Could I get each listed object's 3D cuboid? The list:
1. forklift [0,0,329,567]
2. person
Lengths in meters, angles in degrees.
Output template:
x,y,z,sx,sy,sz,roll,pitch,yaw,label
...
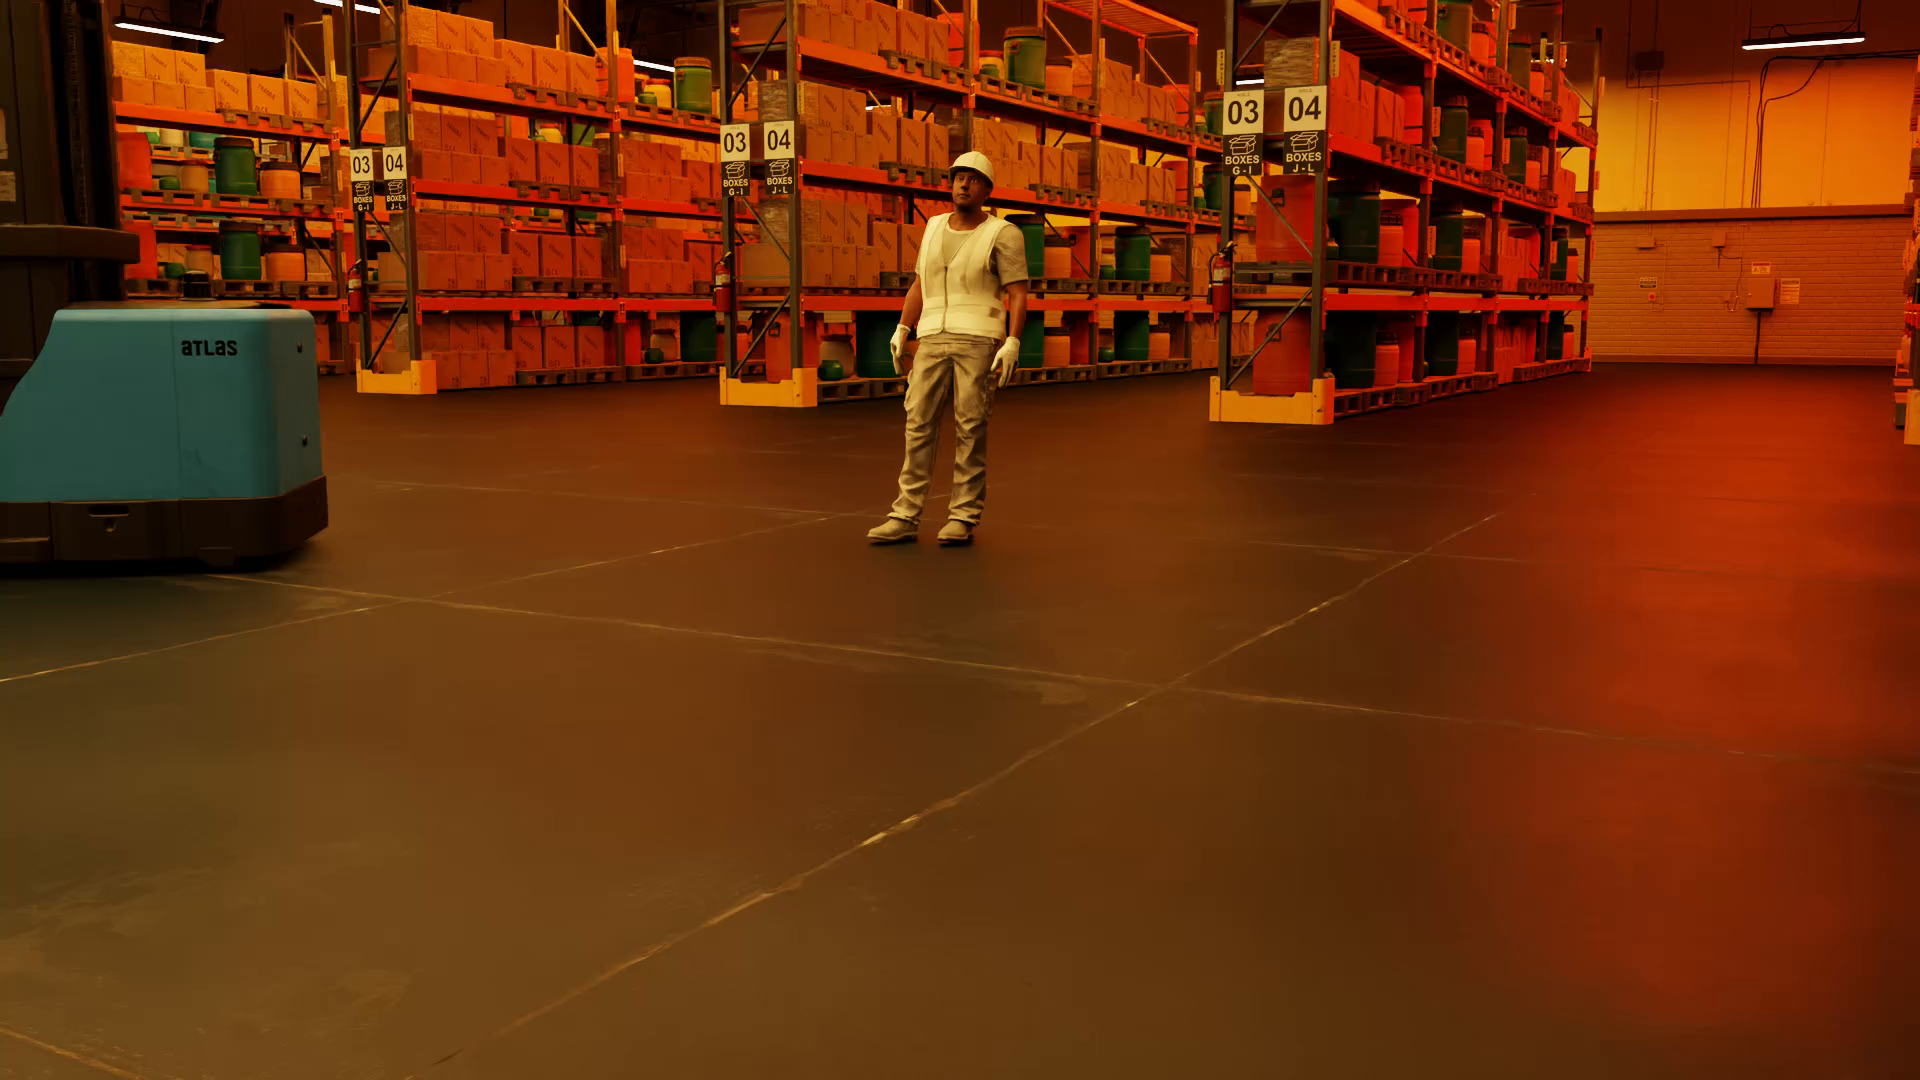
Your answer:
x,y,z,sx,sy,sz,roll,pitch,yaw,label
-4.366,-1.352,6.892,3.031,2.935,1.130,-1,8,-10,forklift
-0.043,-0.883,7.633,0.656,1.782,0.577,4,9,29,person
